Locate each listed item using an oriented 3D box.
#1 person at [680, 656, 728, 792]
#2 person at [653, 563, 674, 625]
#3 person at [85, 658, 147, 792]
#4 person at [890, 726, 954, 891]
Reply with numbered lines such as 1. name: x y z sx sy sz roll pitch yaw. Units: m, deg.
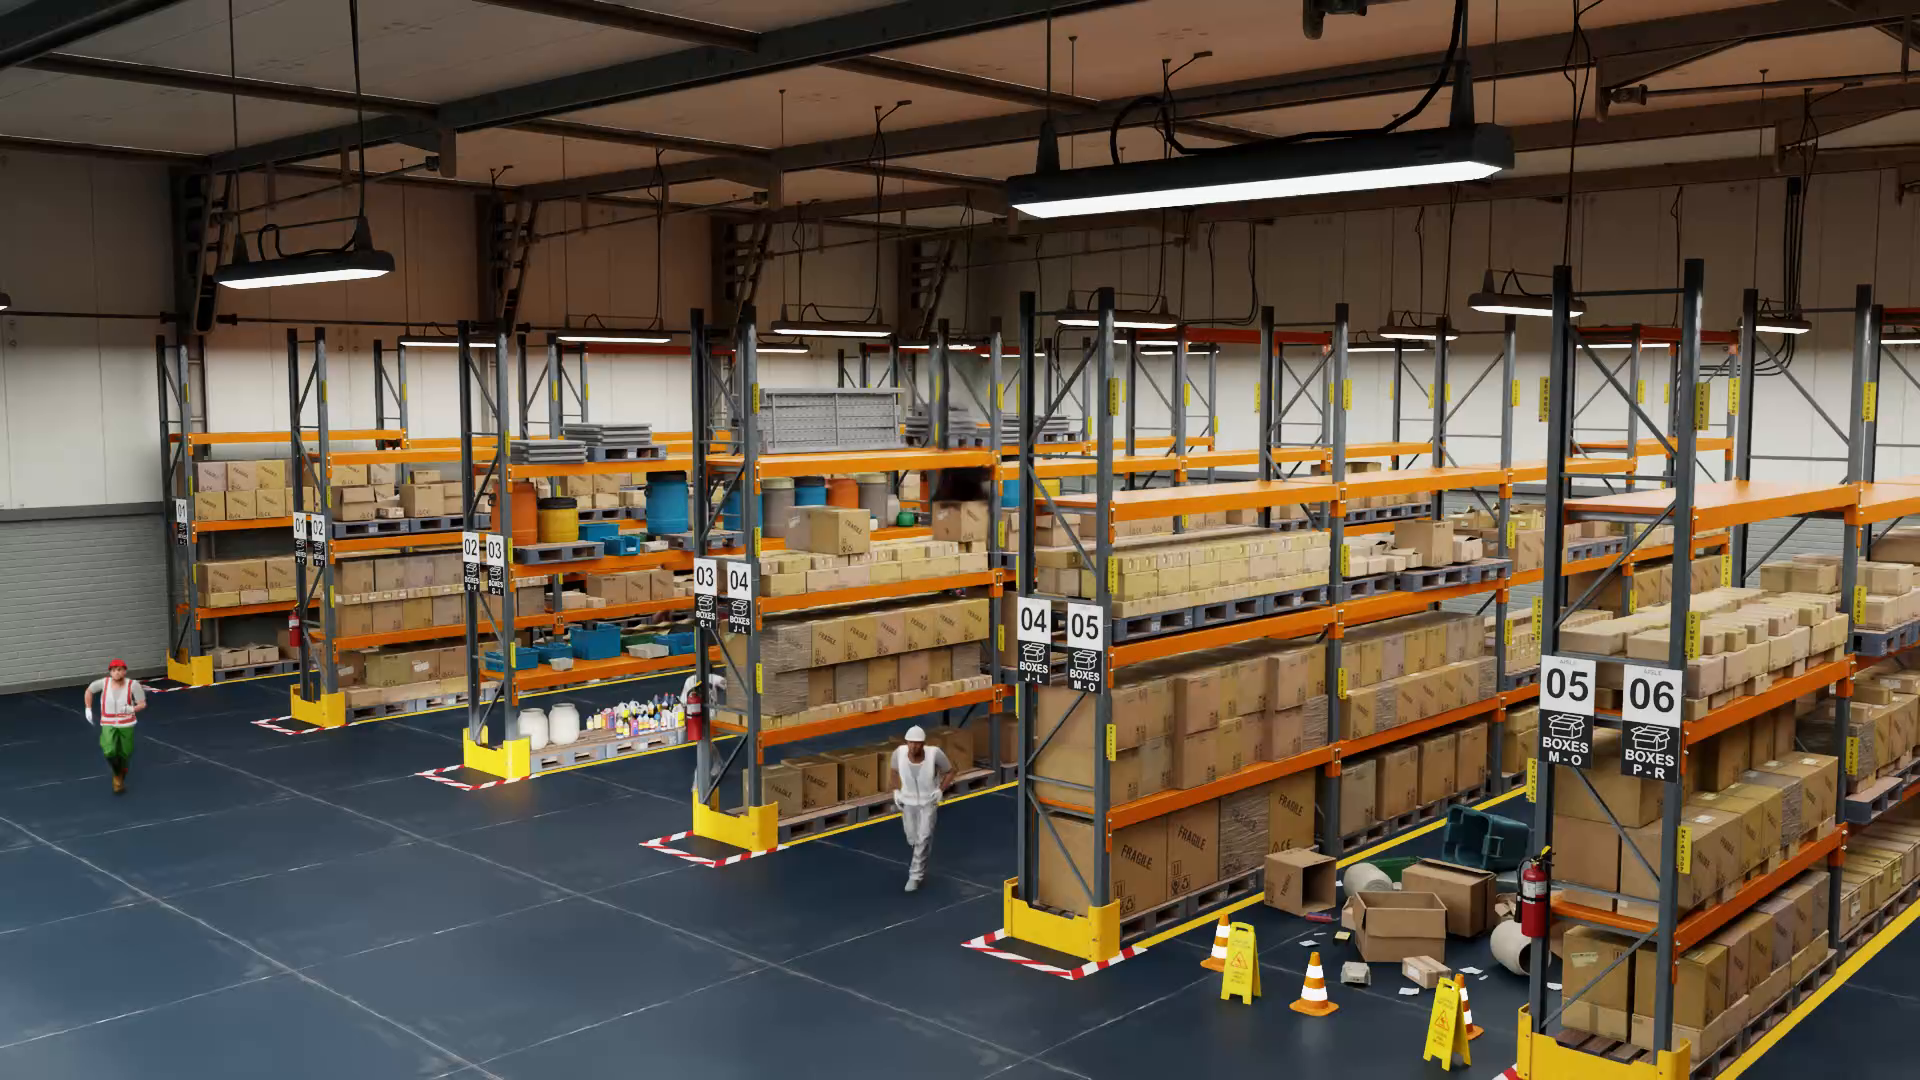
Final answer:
1. person: -3.263 2.320 21.458 0.637 1.731 0.876 1 6 15
2. person: -5.761 1.276 32.594 0.600 1.680 0.802 4 7 38
3. person: -10.547 2.334 20.783 0.708 1.727 0.739 -2 6 -22
4. person: -0.387 2.721 17.214 0.681 1.721 0.903 1 5 8
